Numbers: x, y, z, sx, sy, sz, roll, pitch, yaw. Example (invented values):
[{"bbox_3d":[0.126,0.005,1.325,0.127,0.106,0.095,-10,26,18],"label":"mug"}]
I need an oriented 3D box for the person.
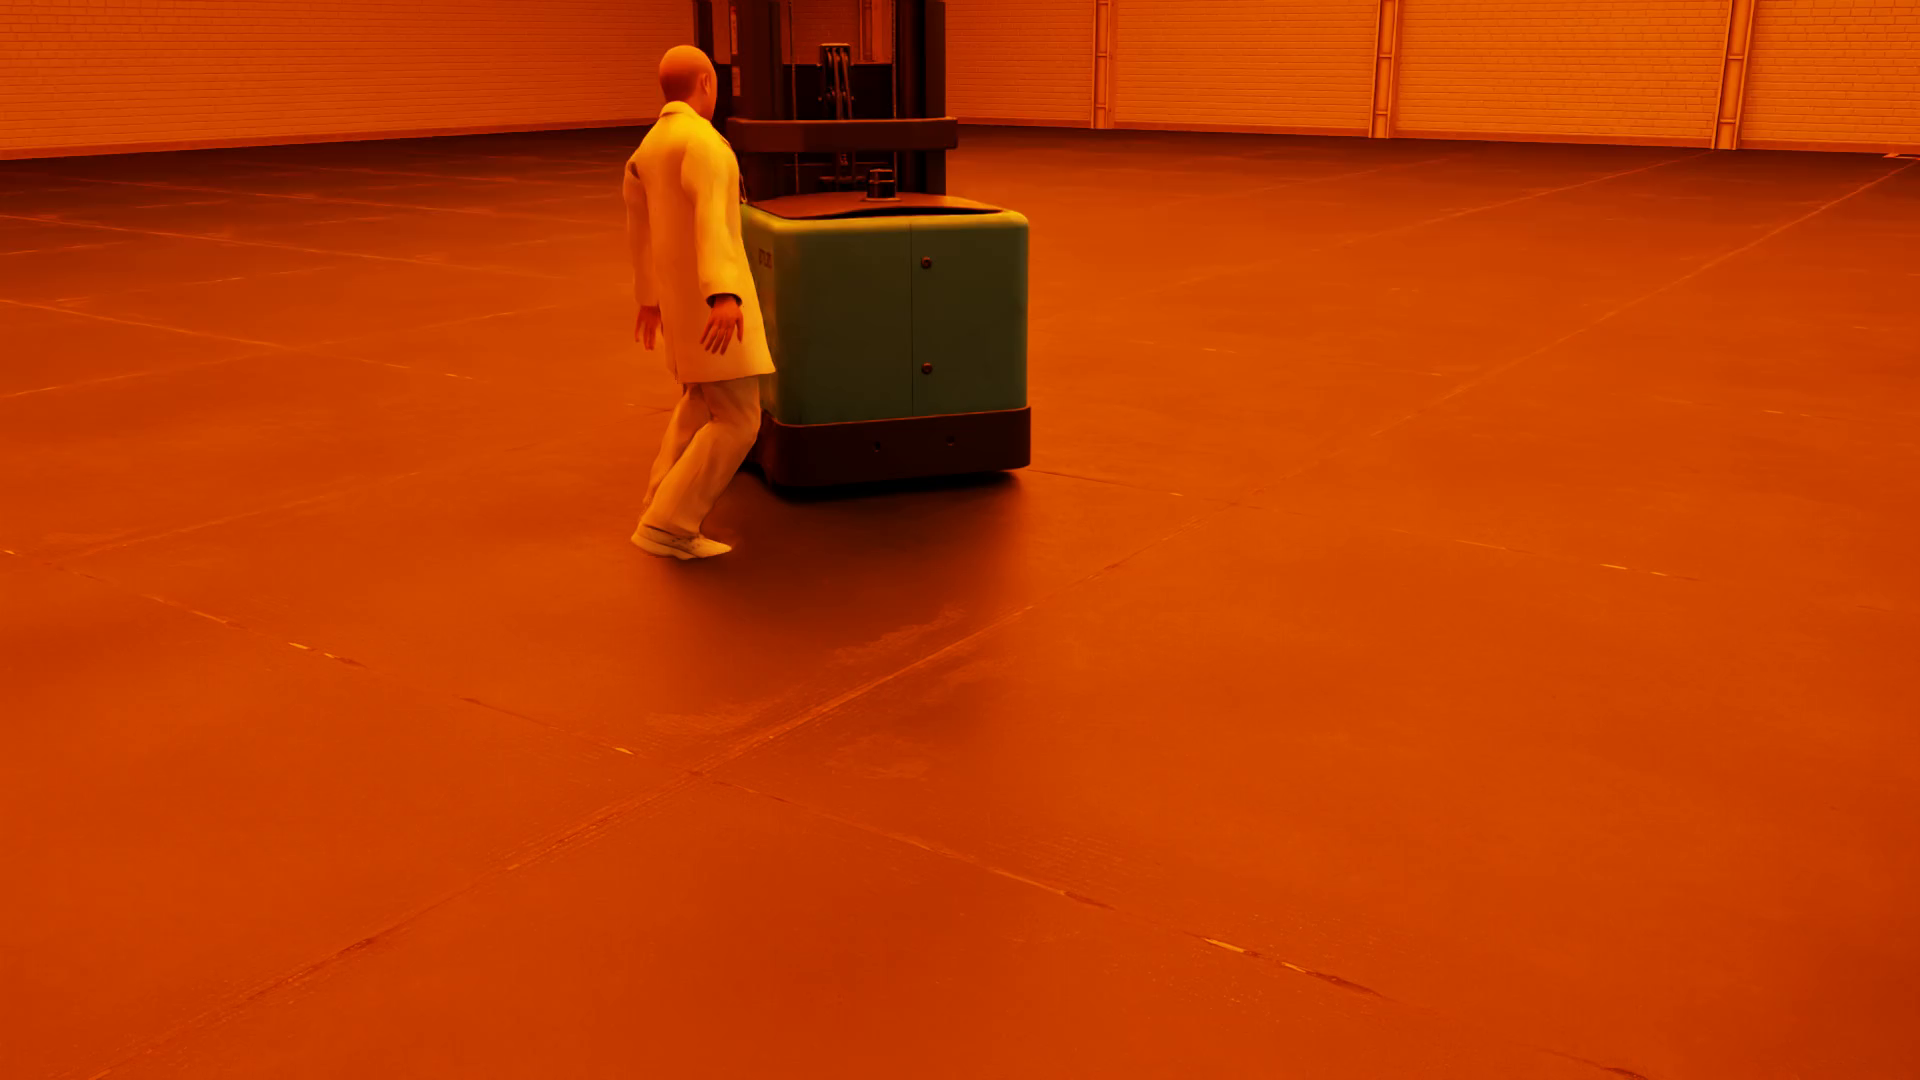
[{"bbox_3d":[-0.935,-0.790,5.701,0.585,1.739,0.935,-9,19,-28],"label":"person"}]

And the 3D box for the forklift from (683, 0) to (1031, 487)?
[{"bbox_3d":[-0.687,-1.987,7.478,1.130,2.935,3.031,-6,18,-19],"label":"forklift"}]
